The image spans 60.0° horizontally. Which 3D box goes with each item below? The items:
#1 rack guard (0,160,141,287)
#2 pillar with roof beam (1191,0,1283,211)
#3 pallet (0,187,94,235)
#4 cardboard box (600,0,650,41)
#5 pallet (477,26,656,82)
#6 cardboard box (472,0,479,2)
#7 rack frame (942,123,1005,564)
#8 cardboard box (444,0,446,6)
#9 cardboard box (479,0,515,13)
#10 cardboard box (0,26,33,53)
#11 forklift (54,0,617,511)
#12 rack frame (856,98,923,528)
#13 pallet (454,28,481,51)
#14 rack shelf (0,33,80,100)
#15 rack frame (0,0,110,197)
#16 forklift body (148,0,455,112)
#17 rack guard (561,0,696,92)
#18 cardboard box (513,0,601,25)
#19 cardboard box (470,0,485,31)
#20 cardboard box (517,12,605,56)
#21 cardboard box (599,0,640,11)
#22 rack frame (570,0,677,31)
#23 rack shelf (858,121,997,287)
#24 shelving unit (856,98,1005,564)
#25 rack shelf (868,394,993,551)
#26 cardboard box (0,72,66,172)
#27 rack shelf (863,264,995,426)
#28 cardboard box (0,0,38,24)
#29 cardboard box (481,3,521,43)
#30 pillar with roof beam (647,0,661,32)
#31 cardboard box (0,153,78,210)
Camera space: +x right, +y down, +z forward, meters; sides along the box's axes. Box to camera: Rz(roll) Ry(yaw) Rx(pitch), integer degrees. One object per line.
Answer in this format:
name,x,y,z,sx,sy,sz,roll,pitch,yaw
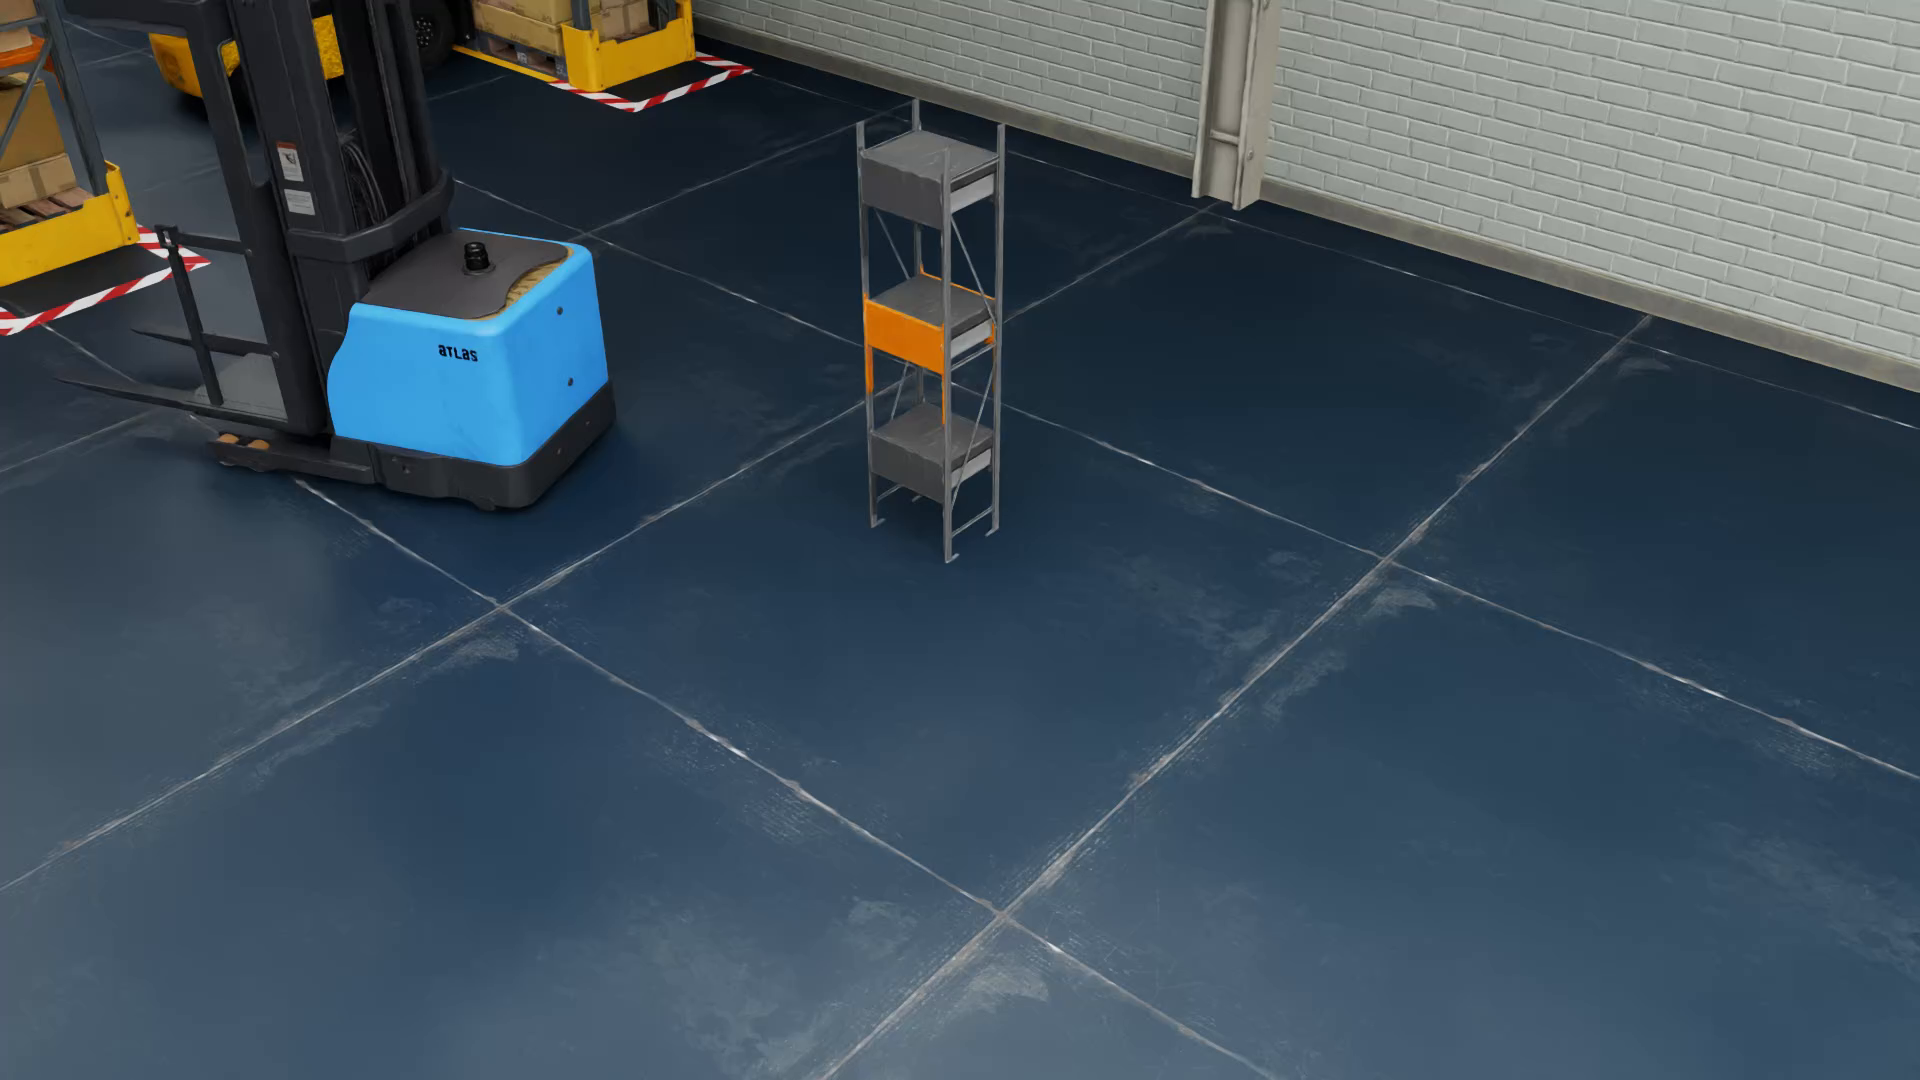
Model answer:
rack guard,-5.996,-2.035,10.772,0.348,0.500,1.175,25,42,32
pillar with roof beam,-0.867,-4.270,6.519,0.400,9.000,9.100,25,42,32
pallet,-6.598,-2.226,11.305,1.213,0.211,1.003,25,42,32
cardboard box,-3.017,-4.502,14.213,0.500,0.250,0.500,25,42,32
pallet,-3.379,-4.308,14.337,1.213,0.211,1.003,25,42,32
cardboard box,-4.128,-4.849,14.278,0.500,0.250,0.500,24,41,31
rack frame,0.060,-0.837,7.614,0.015,2.100,0.400,25,42,32
cardboard box,-4.496,-4.819,14.676,0.500,0.250,0.500,27,43,33
cardboard box,-3.718,-4.672,14.019,0.500,0.250,0.500,25,42,31
cardboard box,-6.067,-3.148,10.406,0.250,0.149,0.380,25,42,32
forklift,-3.455,-1.839,8.339,3.031,2.935,1.130,10,36,15
rack frame,-0.315,-1.014,7.872,0.015,2.100,0.400,25,42,32
pallet,-4.313,-4.751,14.981,1.213,0.211,1.003,25,42,32
rack shelf,-7.475,-3.466,11.283,4.000,0.370,1.077,25,42,32
rack frame,-5.938,-3.038,10.024,0.127,3.000,1.000,25,42,32
forklift body,-5.389,-4.742,13.256,1.214,2.155,2.313,25,42,32
rack guard,-2.746,-4.160,13.866,0.348,0.500,1.175,25,42,32
cardboard box,-3.339,-4.485,13.748,0.500,0.250,0.500,25,41,31
cardboard box,-4.083,-4.641,14.416,0.500,0.250,0.500,26,42,32
cardboard box,-3.328,-4.272,13.878,0.500,0.250,0.500,26,42,32
cardboard box,-2.993,-4.706,14.068,0.500,0.250,0.500,26,42,33
rack frame,-2.765,-5.199,13.171,0.127,3.000,1.000,25,42,32
rack shelf,-0.127,-1.491,7.354,0.480,0.518,0.431,25,42,32
shelving unit,-0.127,-0.926,7.743,0.503,2.100,0.431,25,42,32
rack shelf,-0.127,-0.337,8.147,0.480,0.518,0.431,25,42,32
cardboard box,-6.400,-2.808,11.084,0.500,0.500,0.500,24,41,30
rack shelf,-0.127,-0.914,7.751,0.480,0.518,0.431,25,42,32
cardboard box,-6.124,-3.494,10.337,0.500,0.500,0.500,25,41,31
cardboard box,-3.704,-4.456,14.146,0.500,0.250,0.500,25,42,32
pillar with roof beam,-5.478,-6.443,9.684,0.400,9.000,9.100,25,42,32
cardboard box,-6.381,-2.490,11.285,0.500,0.250,0.500,25,42,31
